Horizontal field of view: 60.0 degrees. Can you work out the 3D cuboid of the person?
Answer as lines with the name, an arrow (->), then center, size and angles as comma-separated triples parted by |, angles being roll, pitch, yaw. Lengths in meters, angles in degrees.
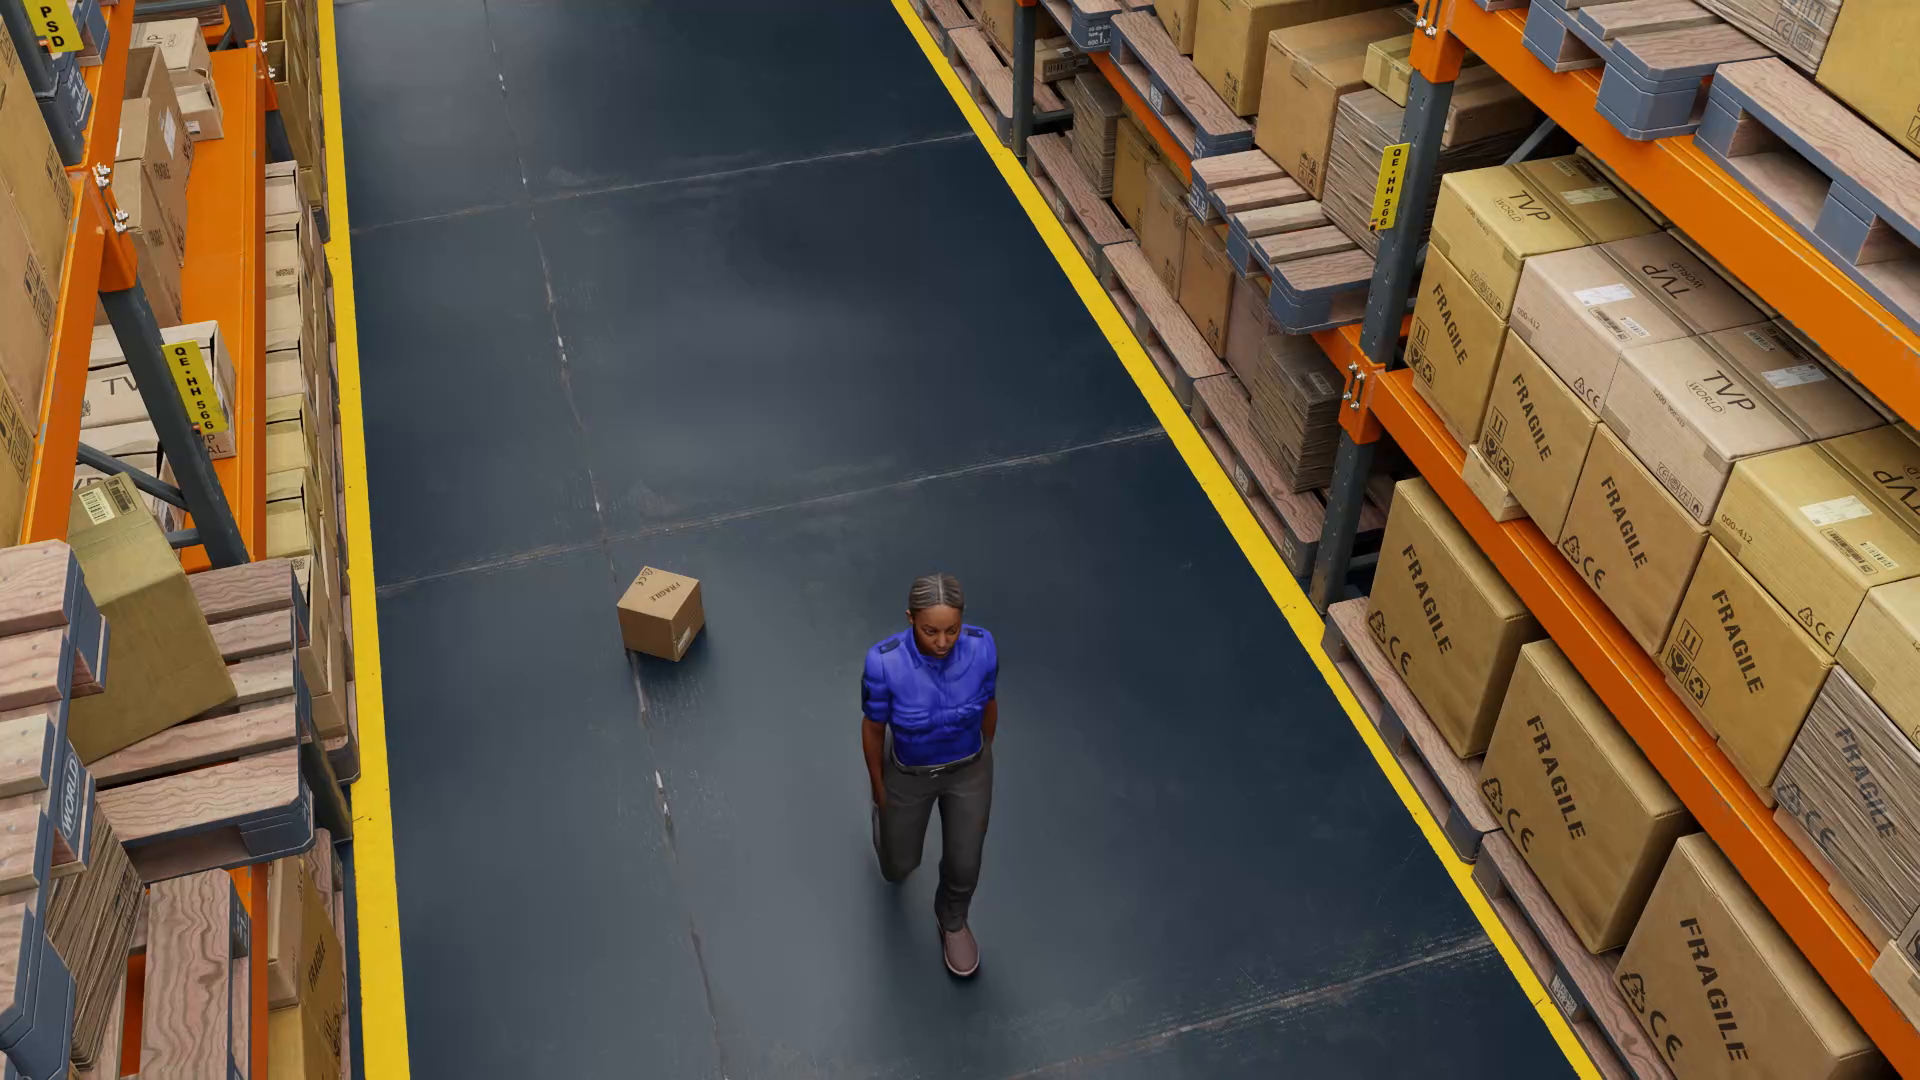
person -> -0.098, 0.701, 5.374 | 0.441, 1.633, 0.640 | -9, 43, -9
